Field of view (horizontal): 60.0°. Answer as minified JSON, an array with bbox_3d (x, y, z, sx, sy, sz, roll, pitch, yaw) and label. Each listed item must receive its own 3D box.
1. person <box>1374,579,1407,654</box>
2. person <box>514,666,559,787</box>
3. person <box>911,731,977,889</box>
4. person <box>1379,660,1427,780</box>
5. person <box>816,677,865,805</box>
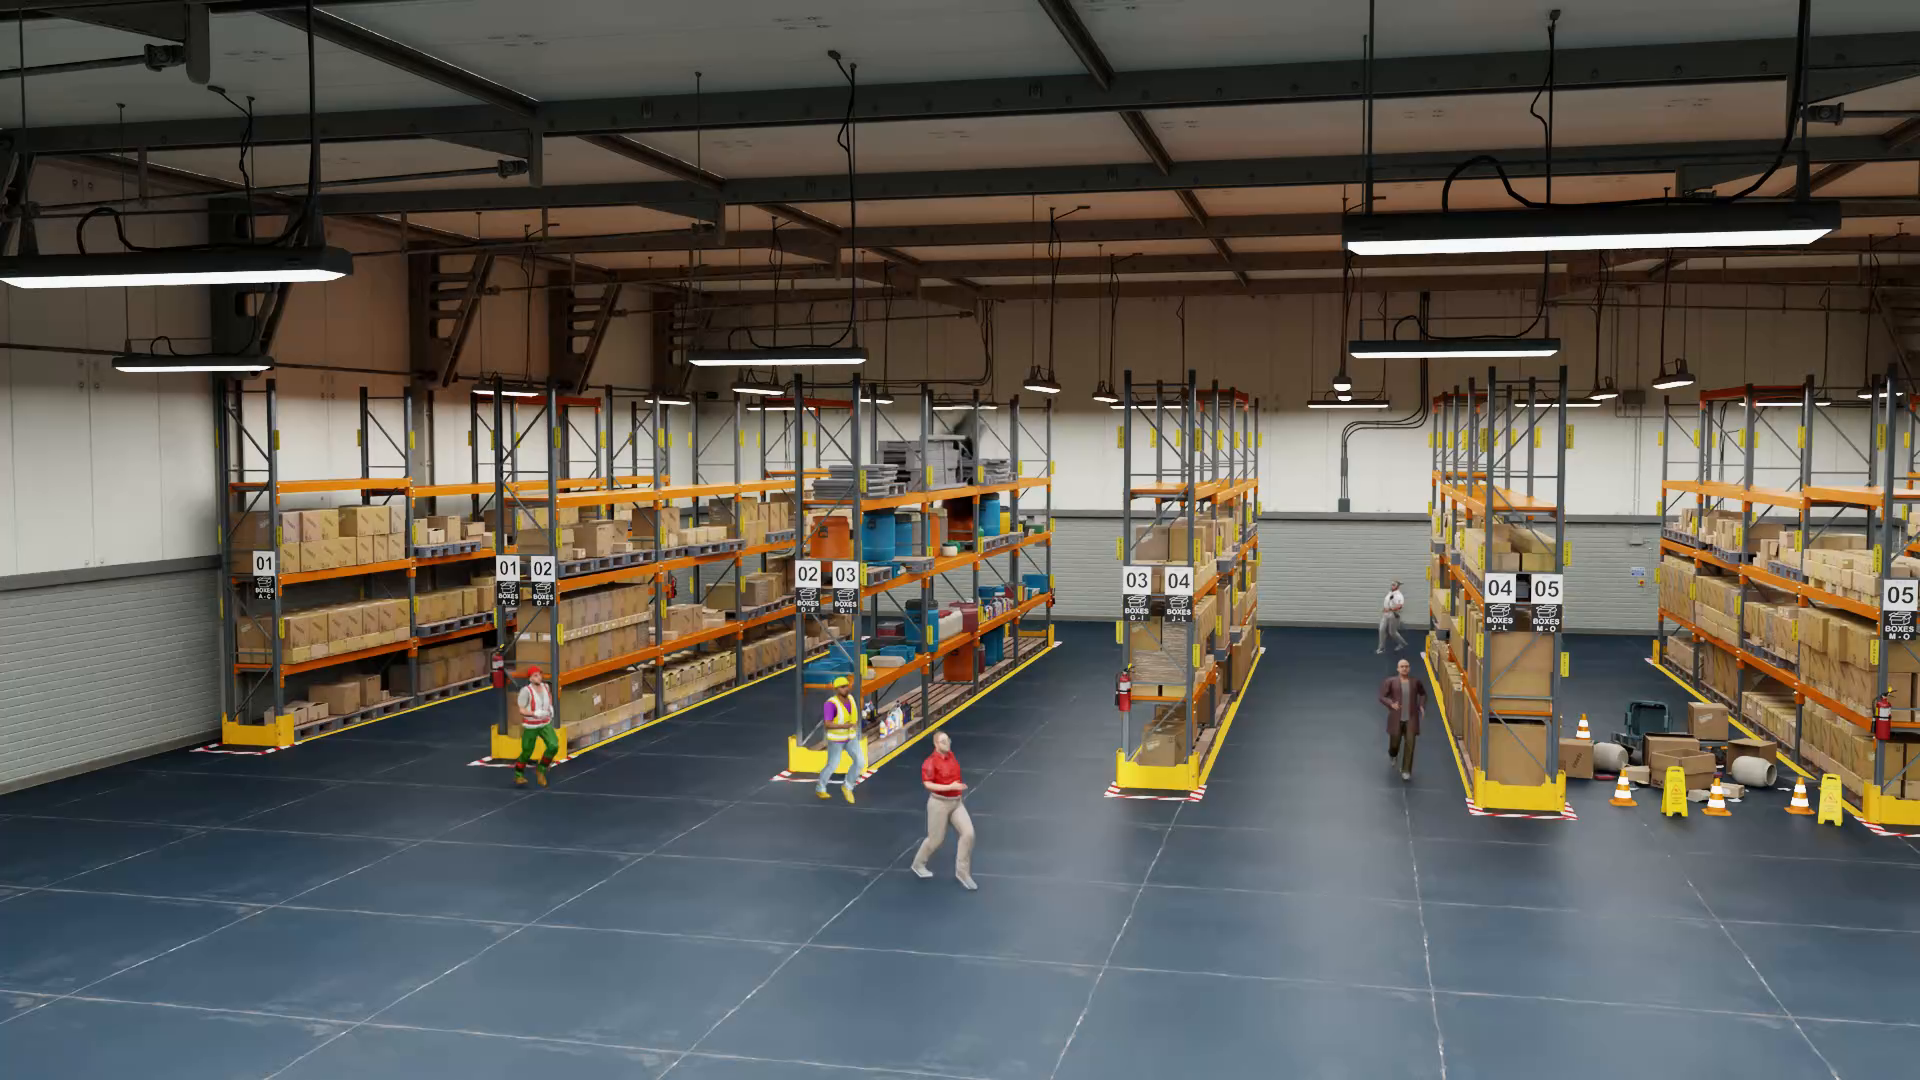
[{"bbox_3d":[10.166,1.798,38.967,0.817,1.782,0.680,-1,4,-19],"label":"person"},{"bbox_3d":[-6.055,2.670,23.863,0.856,1.755,0.682,3,5,44],"label":"person"},{"bbox_3d":[-0.173,3.044,18.764,0.822,1.769,0.670,3,5,43],"label":"person"},{"bbox_3d":[6.588,2.648,24.705,0.721,1.742,0.876,0,3,7],"label":"person"},{"bbox_3d":[-1.609,2.748,22.868,0.717,1.766,0.862,-3,5,-41],"label":"person"}]
